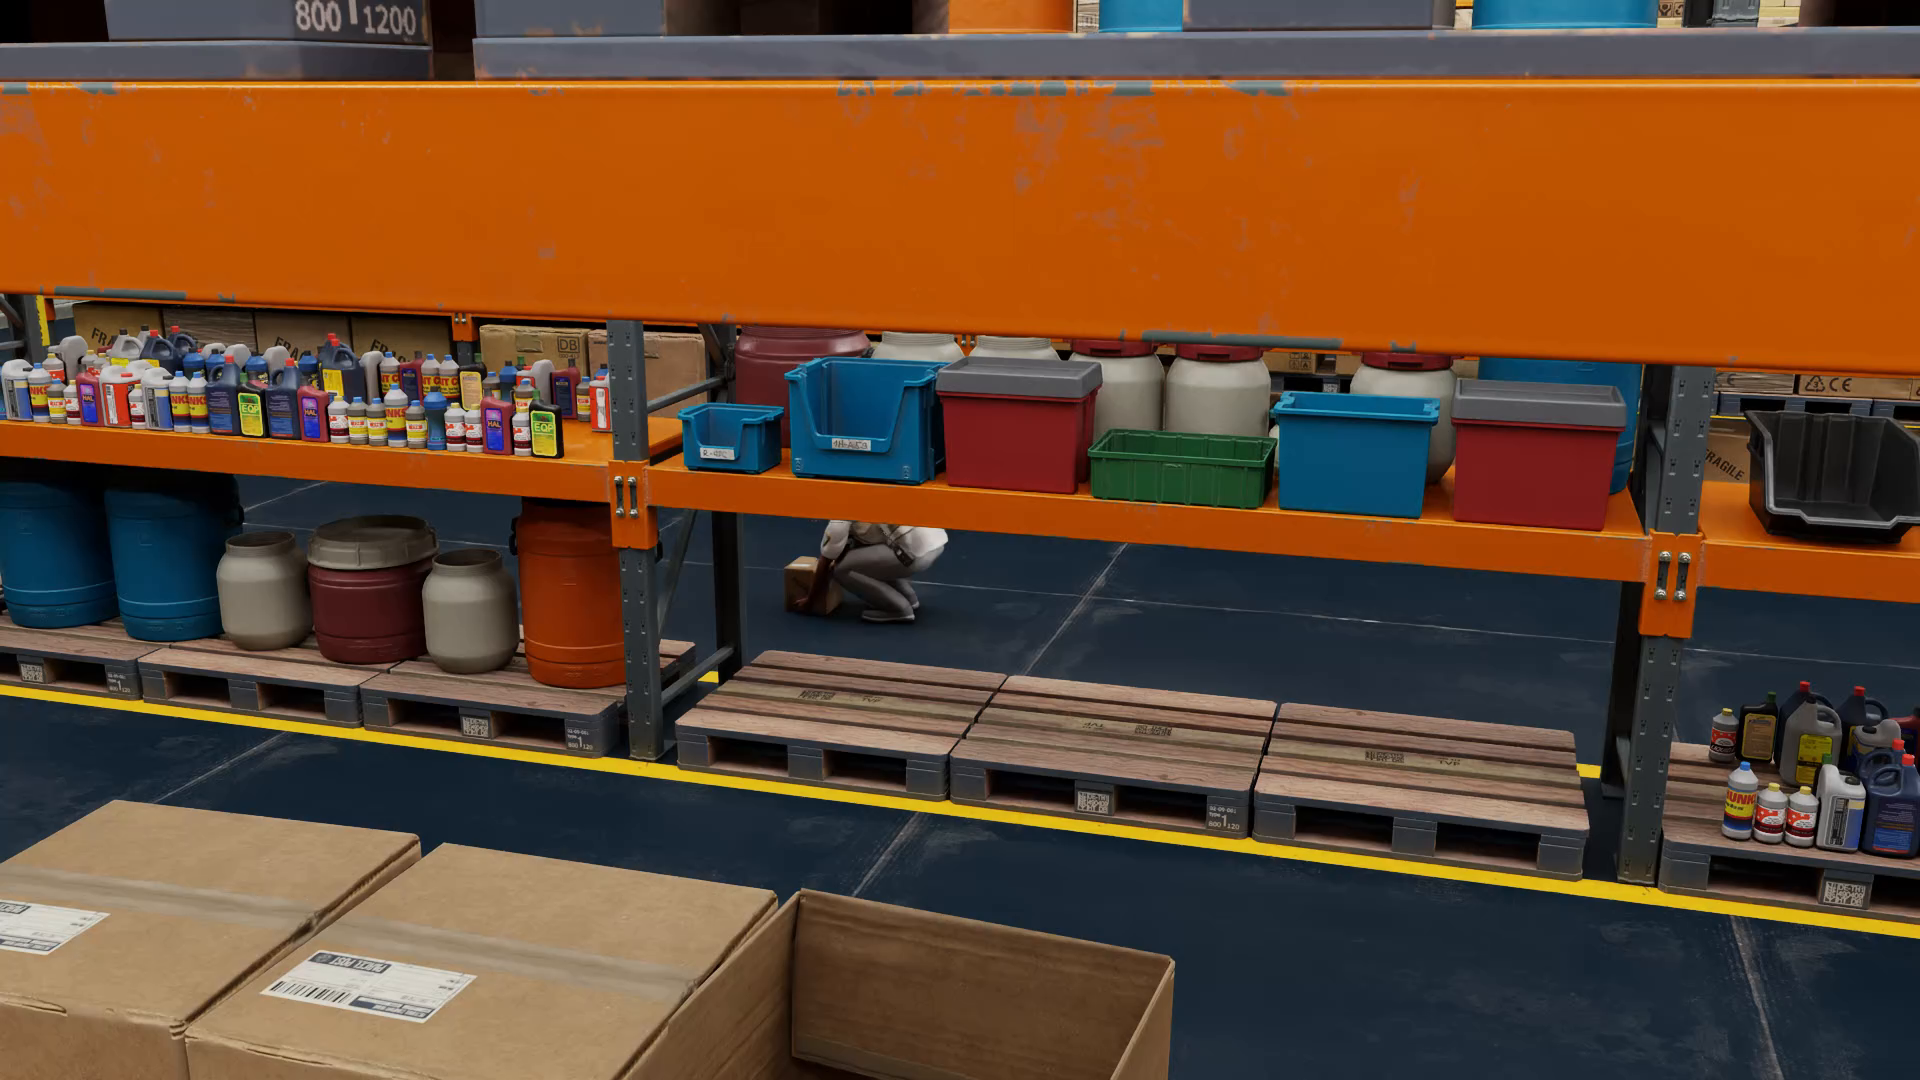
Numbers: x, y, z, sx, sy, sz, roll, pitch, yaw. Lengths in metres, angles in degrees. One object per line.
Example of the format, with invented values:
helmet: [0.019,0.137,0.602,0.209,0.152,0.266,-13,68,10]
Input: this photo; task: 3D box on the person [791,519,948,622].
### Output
person: [-0.515,0.043,9.122,0.883,0.846,0.471,4,16,16]
